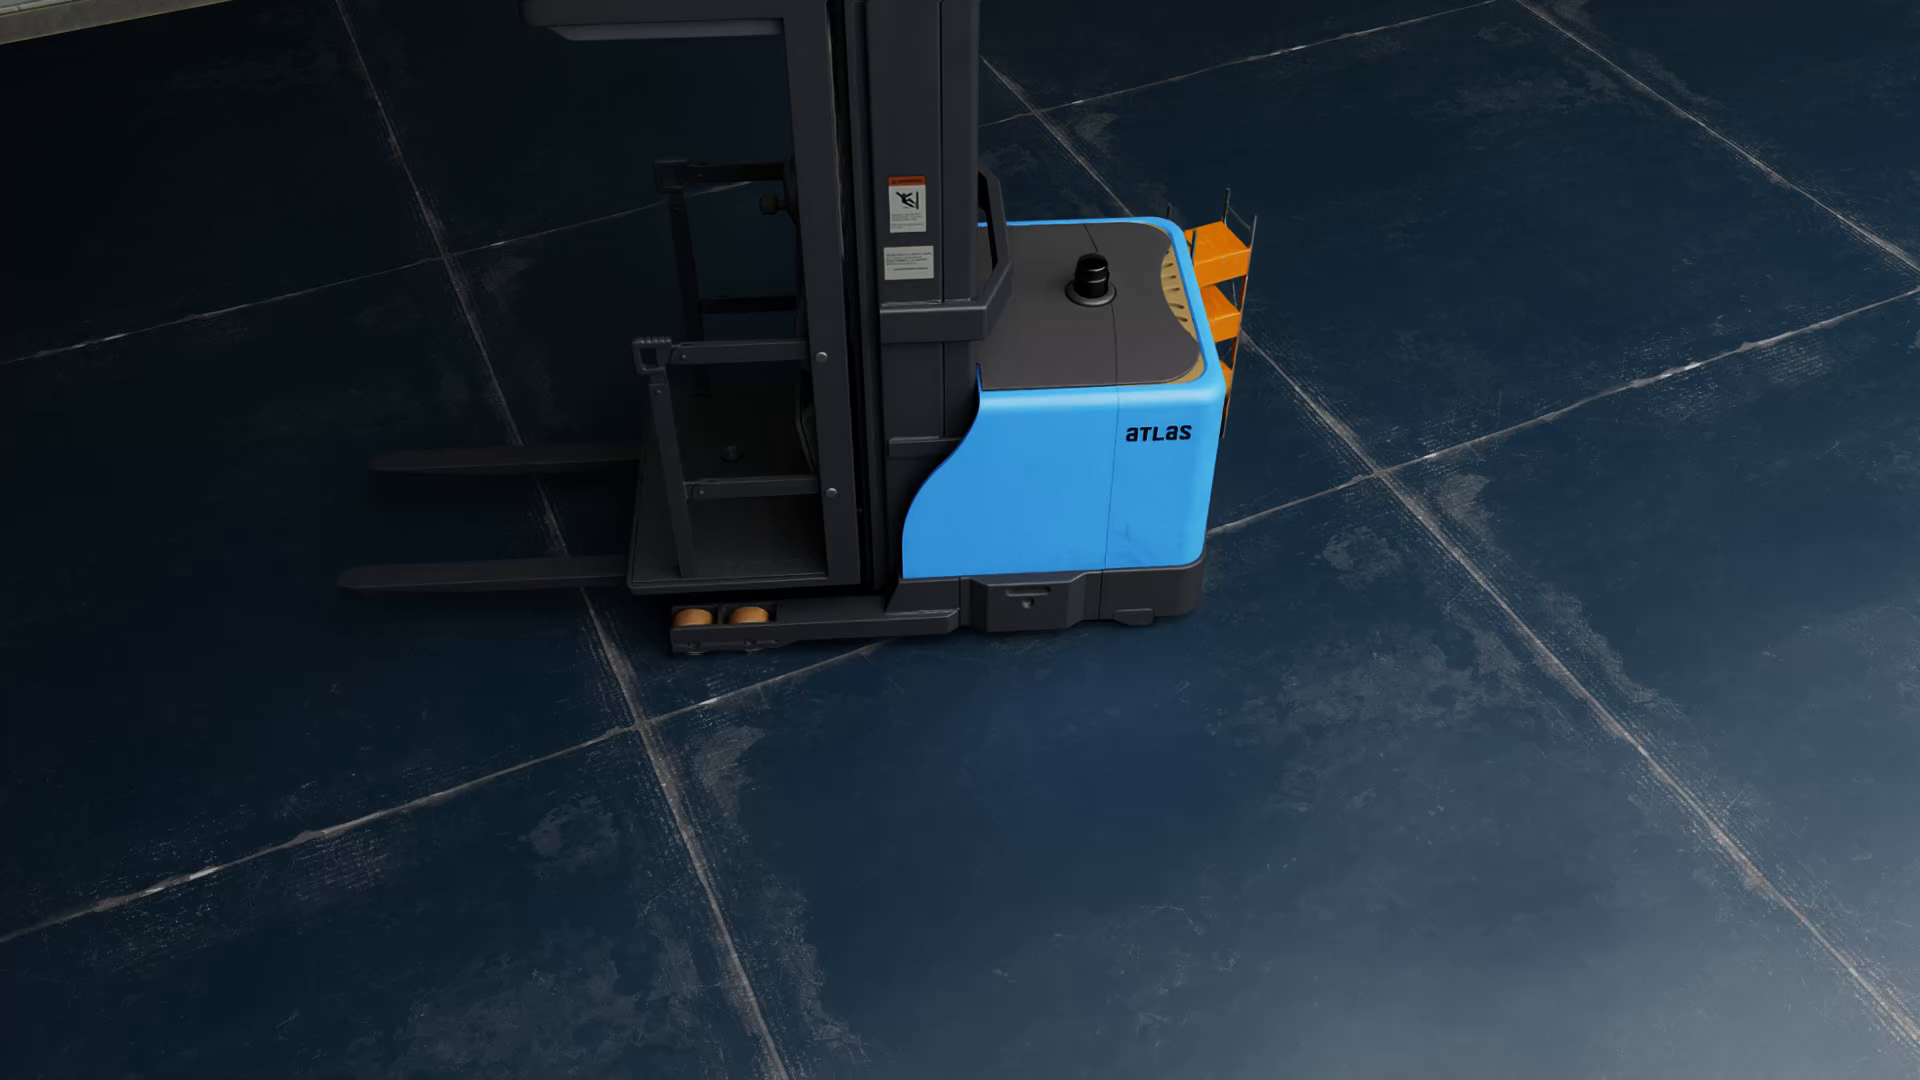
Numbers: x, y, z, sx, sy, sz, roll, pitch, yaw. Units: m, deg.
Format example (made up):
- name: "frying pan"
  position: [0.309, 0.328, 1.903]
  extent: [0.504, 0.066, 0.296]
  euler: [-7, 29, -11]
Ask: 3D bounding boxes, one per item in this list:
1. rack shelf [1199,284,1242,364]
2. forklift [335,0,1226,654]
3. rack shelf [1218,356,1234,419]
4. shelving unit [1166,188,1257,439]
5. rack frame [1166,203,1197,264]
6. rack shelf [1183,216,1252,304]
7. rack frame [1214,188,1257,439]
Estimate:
- name: "rack shelf"
  position: [0.902, -0.802, 6.330]
  extent: [0.240, 0.259, 0.215]
  euler: [-18, 47, -17]
- name: "forklift"
  position: [-0.681, -1.029, 5.206]
  extent: [3.031, 2.935, 1.130]
  euler: [-3, 45, -3]
- name: "rack shelf"
  position: [0.902, -0.604, 6.525]
  extent: [0.240, 0.259, 0.215]
  euler: [-18, 47, -17]
- name: "shelving unit"
  position: [0.902, -0.809, 6.323]
  extent: [0.252, 1.050, 0.215]
  euler: [-18, 47, -17]
- name: "rack frame"
  position: [0.791, -0.774, 6.287]
  extent: [0.008, 1.050, 0.200]
  euler: [-18, 47, -17]
- name: "rack shelf"
  position: [0.902, -1.004, 6.131]
  extent: [0.240, 0.259, 0.215]
  euler: [-18, 47, -17]
- name: "rack frame"
  position: [1.014, -0.845, 6.359]
  extent: [0.008, 1.050, 0.200]
  euler: [-18, 47, -17]
